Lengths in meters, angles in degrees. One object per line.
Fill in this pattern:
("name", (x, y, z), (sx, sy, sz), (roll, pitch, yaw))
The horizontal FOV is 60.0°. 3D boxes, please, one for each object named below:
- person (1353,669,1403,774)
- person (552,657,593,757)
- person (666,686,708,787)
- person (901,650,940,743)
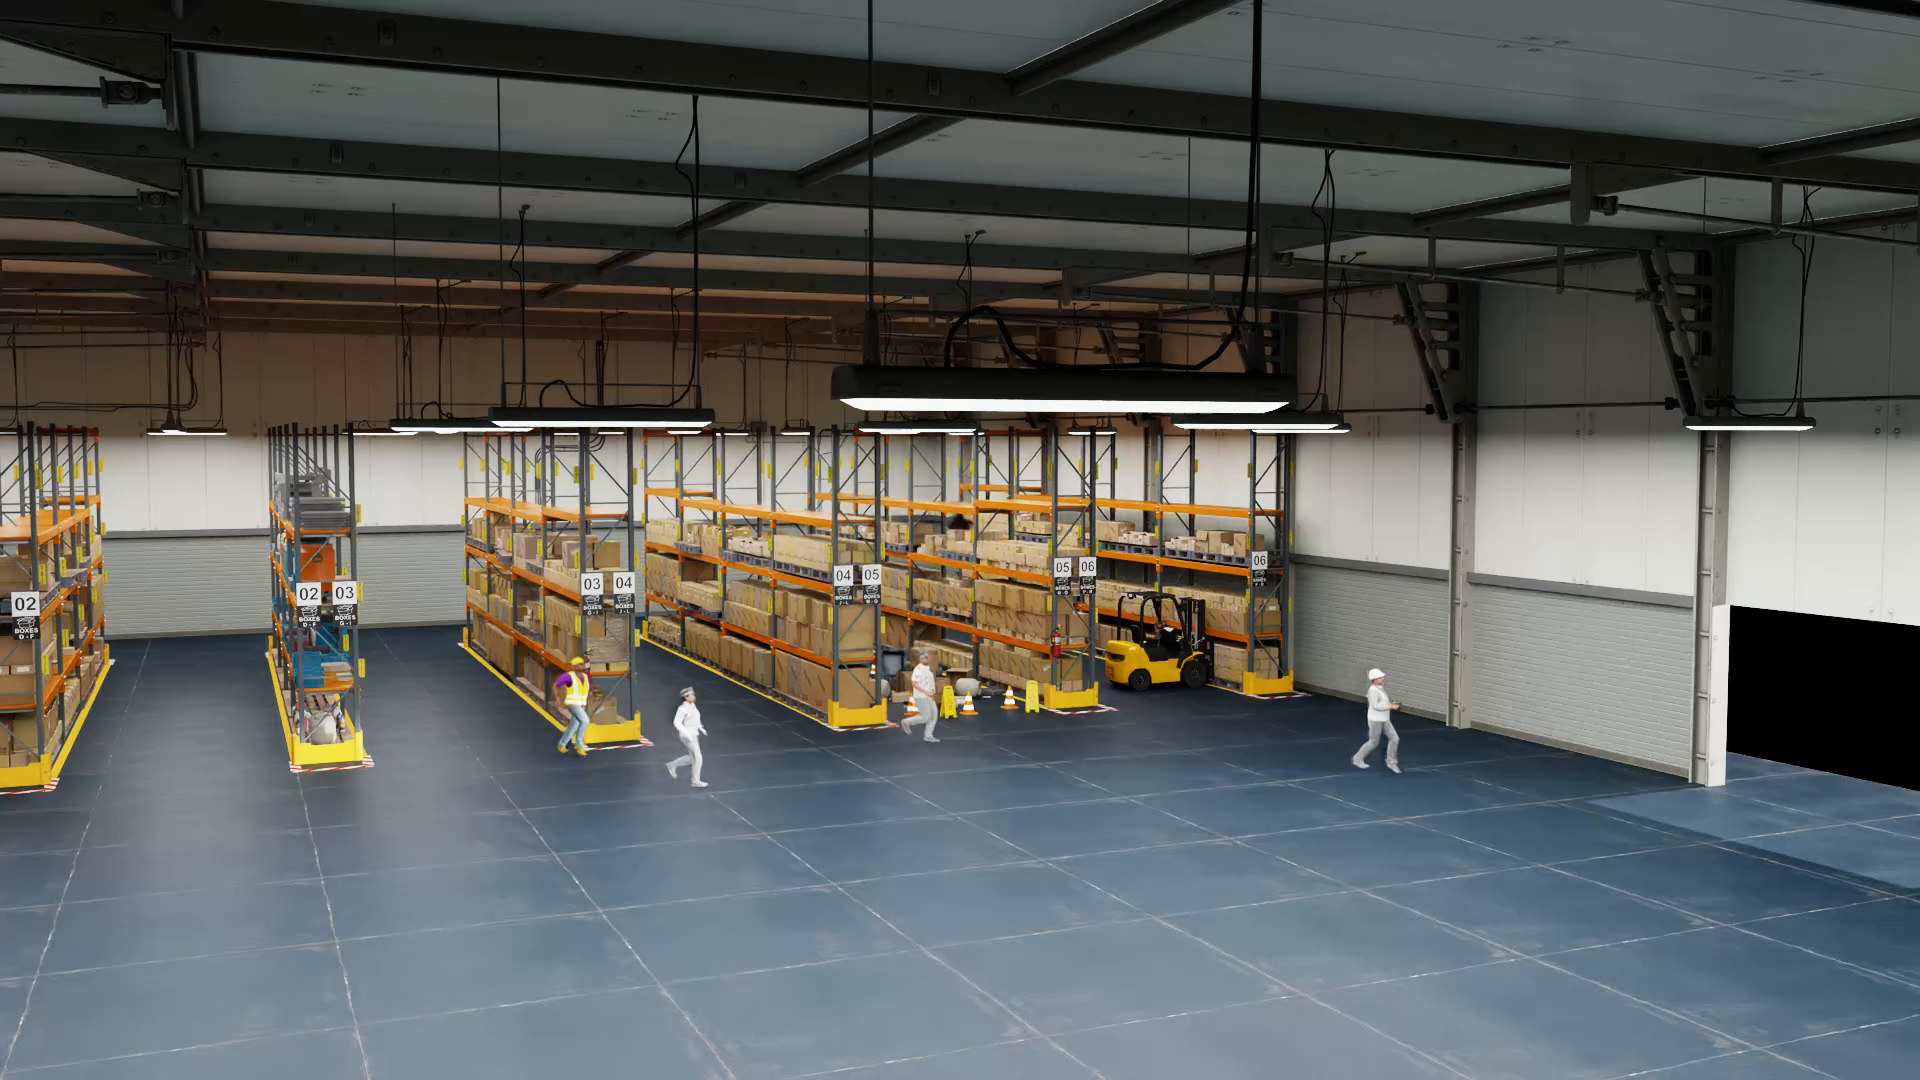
("person", (7.182, 3.111, 28.542), (0.822, 1.809, 0.661), (2, 4, 30))
("person", (-6.932, 3.001, 30.130), (0.716, 1.742, 0.712), (2, 4, 26))
("person", (-4.500, 3.218, 27.298), (0.739, 1.653, 0.655), (1, 4, 11))
("person", (-0.725, 2.942, 31.380), (0.736, 1.756, 0.668), (1, 4, 18))
